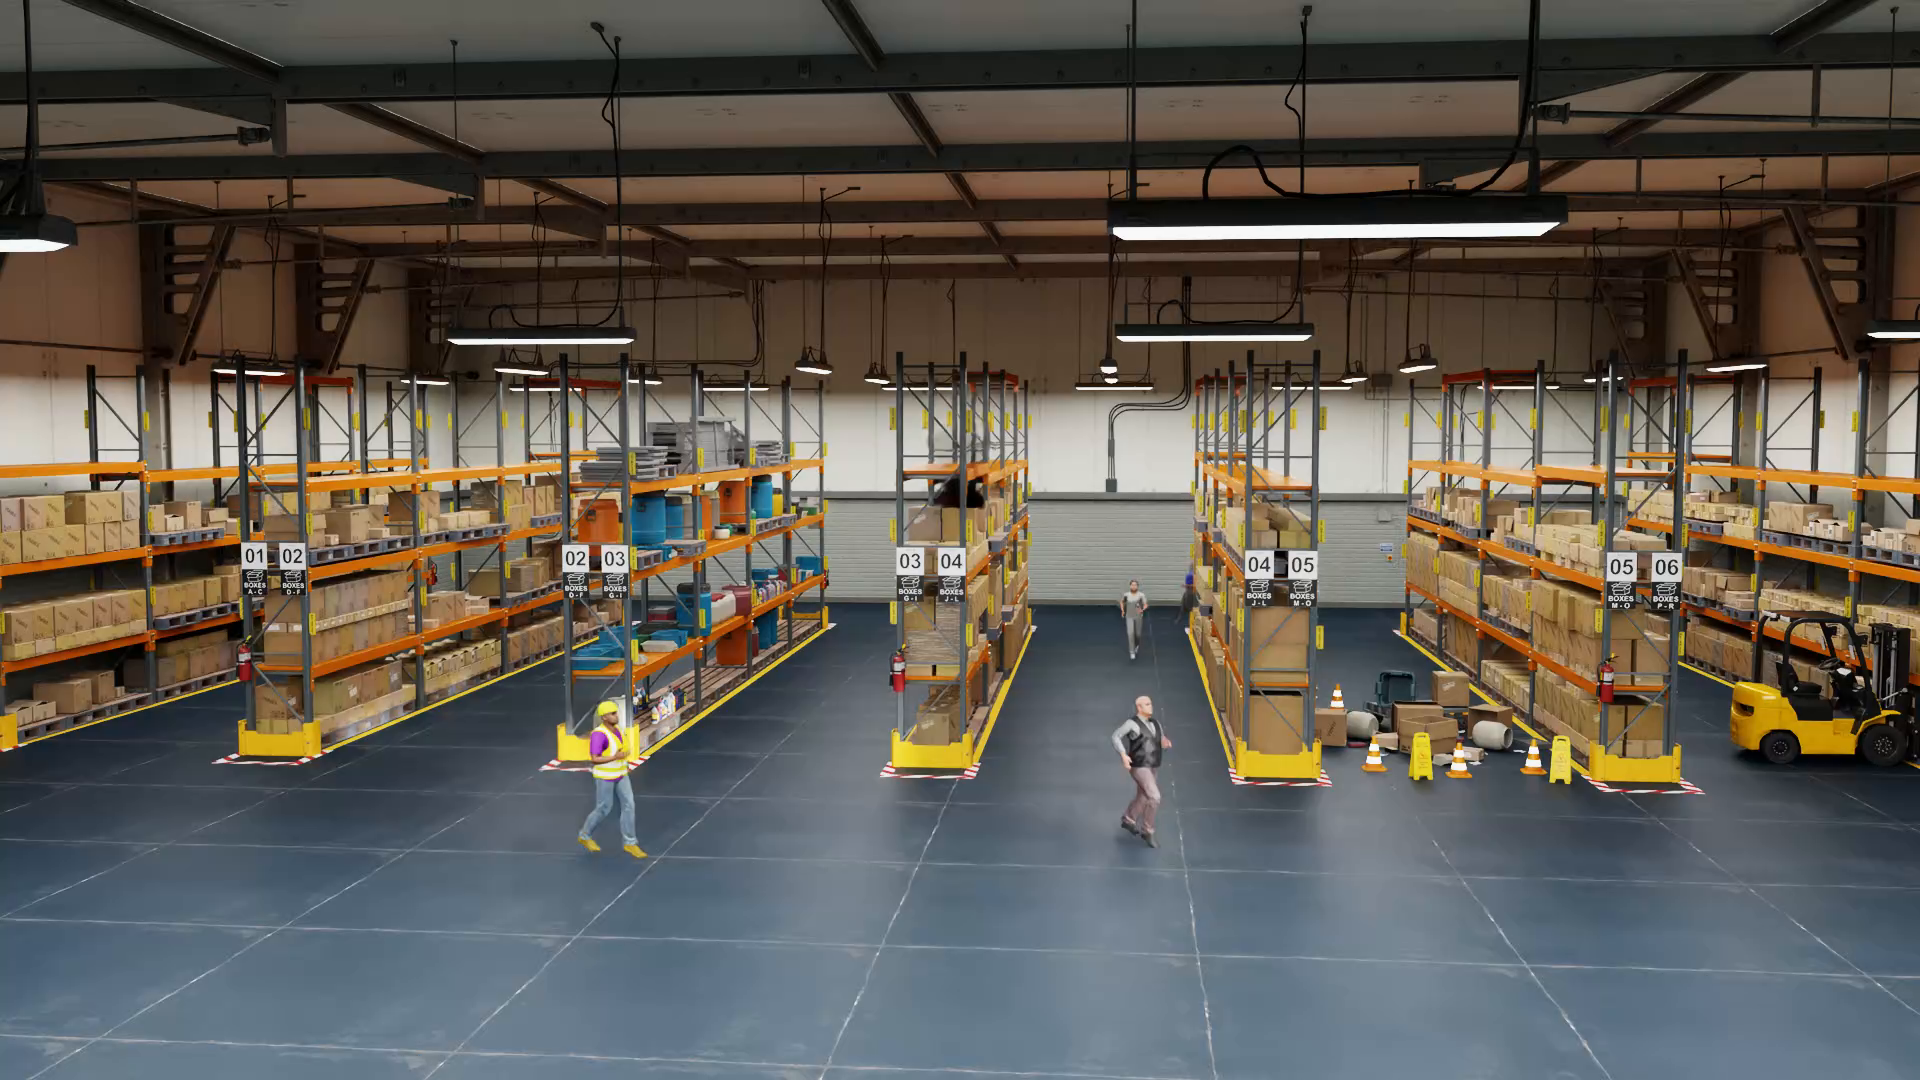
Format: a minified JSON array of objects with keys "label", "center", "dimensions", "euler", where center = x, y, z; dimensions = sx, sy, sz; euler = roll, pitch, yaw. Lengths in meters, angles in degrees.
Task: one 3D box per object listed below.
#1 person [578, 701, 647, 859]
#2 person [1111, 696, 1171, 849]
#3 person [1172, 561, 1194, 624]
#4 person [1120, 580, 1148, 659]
[{"label":"person","center":[-4.014,2.747,19.082],"dimensions":[0.845,1.808,0.683],"euler":[2,4,25]},{"label":"person","center":[2.187,2.743,19.757],"dimensions":[0.759,1.778,0.630],"euler":[4,6,43]},{"label":"person","center":[5.578,1.310,40.782],"dimensions":[0.759,1.602,0.708],"euler":[1,4,10]},{"label":"person","center":[3.682,1.659,35.254],"dimensions":[0.592,1.644,0.908],"euler":[0,4,6]}]
